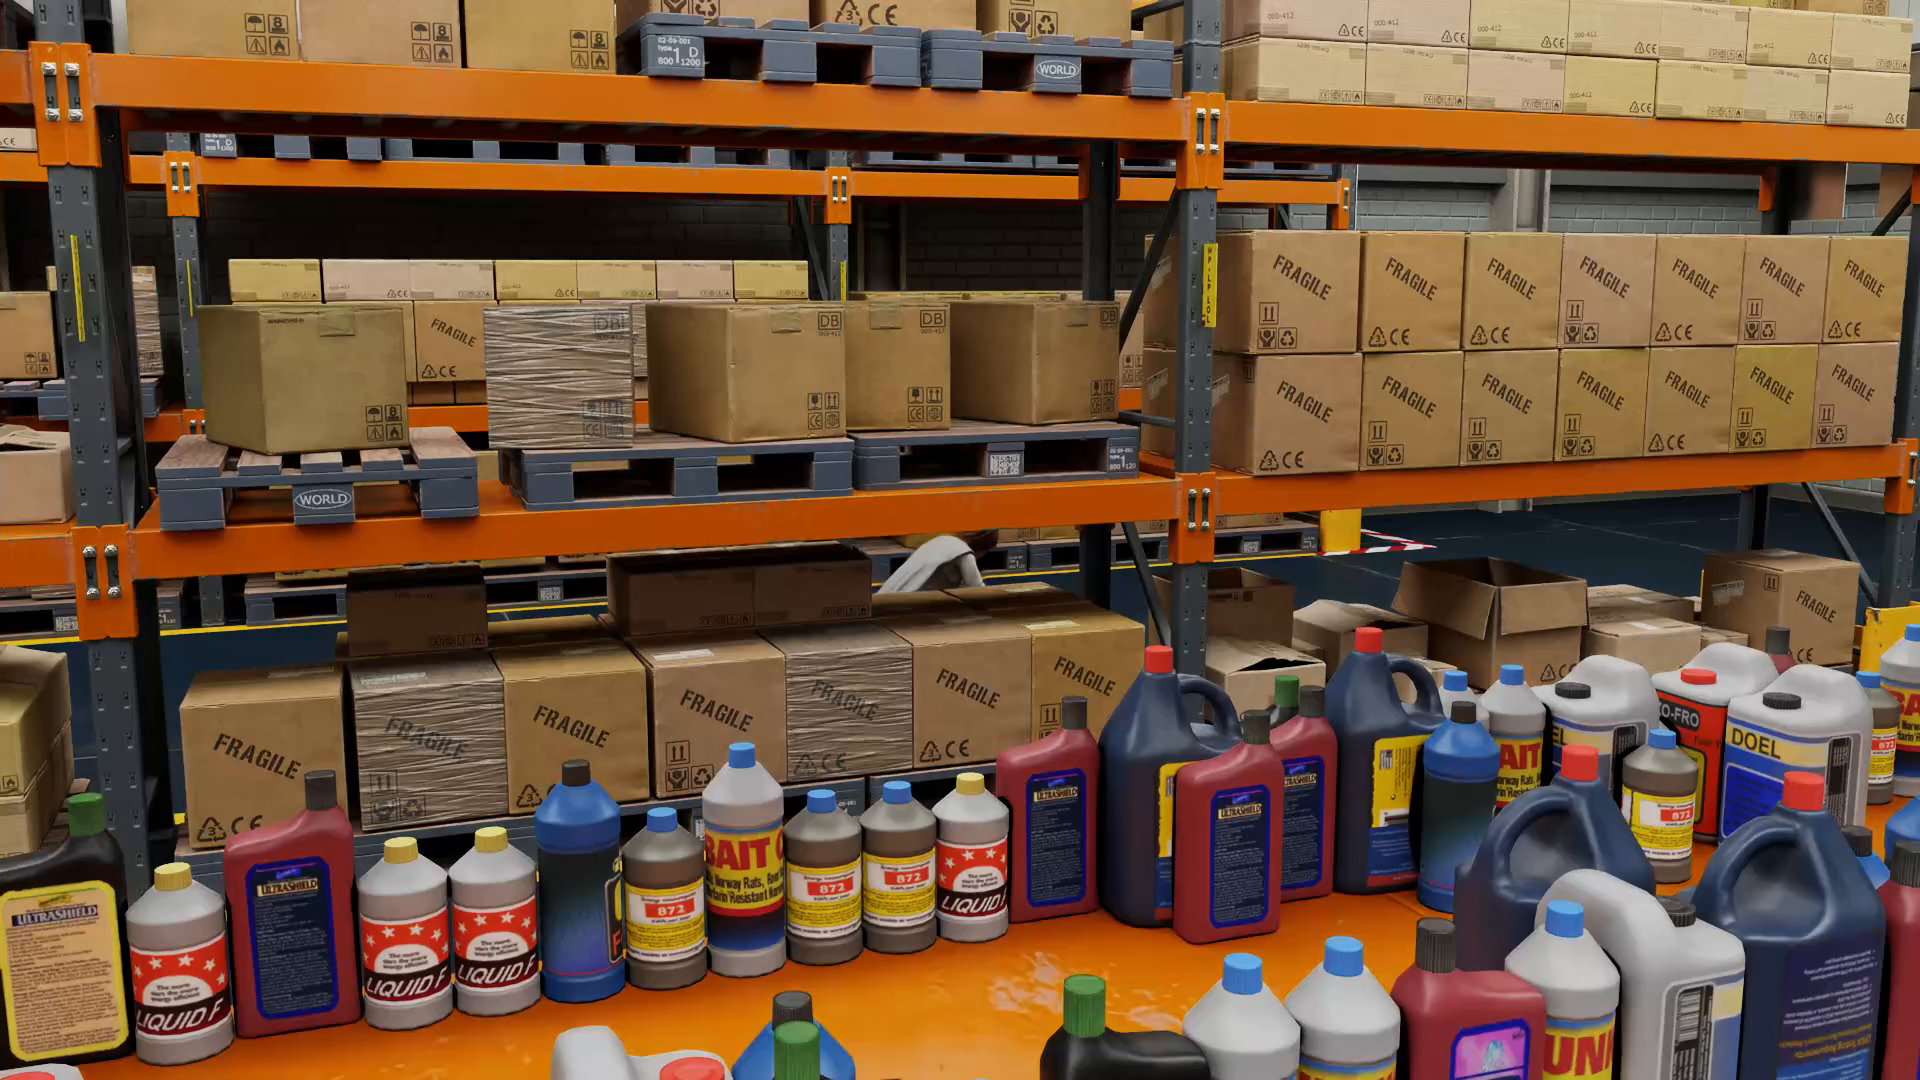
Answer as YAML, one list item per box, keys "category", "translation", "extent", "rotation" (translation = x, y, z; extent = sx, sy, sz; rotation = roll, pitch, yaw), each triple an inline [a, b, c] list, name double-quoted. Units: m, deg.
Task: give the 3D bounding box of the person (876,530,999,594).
- category: "person"
  translation: [-0.085, 0.327, 8.620]
  extent: [0.818, 0.889, 0.443]
  rotation: [-3, 10, -21]
